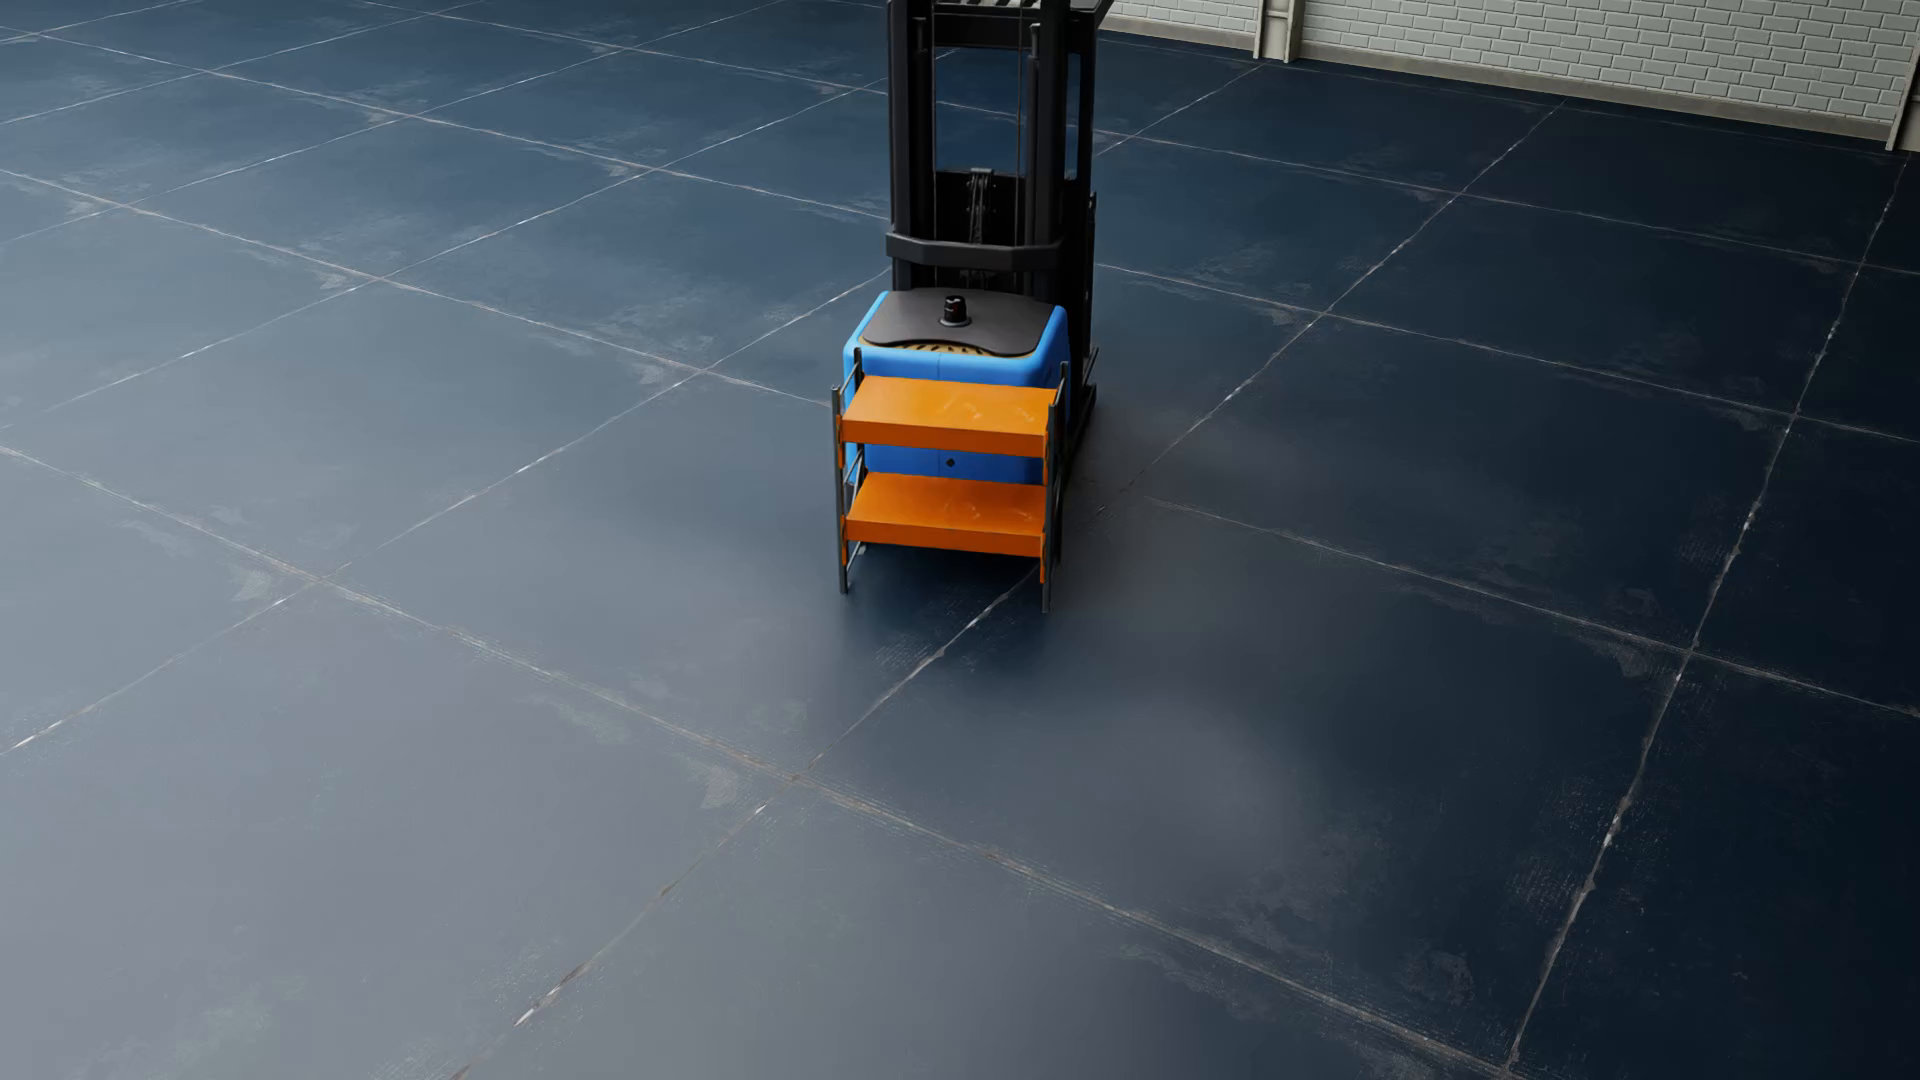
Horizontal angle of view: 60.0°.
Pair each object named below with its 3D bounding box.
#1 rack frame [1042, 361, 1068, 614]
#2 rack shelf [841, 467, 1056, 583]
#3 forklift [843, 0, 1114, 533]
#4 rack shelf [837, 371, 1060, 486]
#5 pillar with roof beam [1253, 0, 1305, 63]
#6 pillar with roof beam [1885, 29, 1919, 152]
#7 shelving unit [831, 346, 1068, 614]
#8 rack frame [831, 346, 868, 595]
[{"bbox_3d":[0.460,-0.248,8.059,0.032,1.125,0.500,5,31,9],"label":"rack frame"},{"bbox_3d":[-0.040,-0.081,8.258,1.000,0.278,0.538,5,31,9],"label":"rack shelf"},{"bbox_3d":[0.213,-1.975,9.227,1.130,2.935,3.031,6,31,11],"label":"forklift"},{"bbox_3d":[-0.040,-0.545,7.988,1.000,0.278,0.538,5,31,9],"label":"rack shelf"},{"bbox_3d":[1.026,-7.107,12.002,0.400,9.000,9.100,18,35,27],"label":"pillar with roof beam"},{"bbox_3d":[6.108,-5.499,9.247,0.400,9.000,9.100,18,35,27],"label":"pillar with roof beam"},{"bbox_3d":[-0.040,-0.293,8.135,1.048,1.125,0.538,5,31,9],"label":"shelving unit"},{"bbox_3d":[-0.541,-0.337,8.212,0.032,1.125,0.500,5,31,9],"label":"rack frame"}]
